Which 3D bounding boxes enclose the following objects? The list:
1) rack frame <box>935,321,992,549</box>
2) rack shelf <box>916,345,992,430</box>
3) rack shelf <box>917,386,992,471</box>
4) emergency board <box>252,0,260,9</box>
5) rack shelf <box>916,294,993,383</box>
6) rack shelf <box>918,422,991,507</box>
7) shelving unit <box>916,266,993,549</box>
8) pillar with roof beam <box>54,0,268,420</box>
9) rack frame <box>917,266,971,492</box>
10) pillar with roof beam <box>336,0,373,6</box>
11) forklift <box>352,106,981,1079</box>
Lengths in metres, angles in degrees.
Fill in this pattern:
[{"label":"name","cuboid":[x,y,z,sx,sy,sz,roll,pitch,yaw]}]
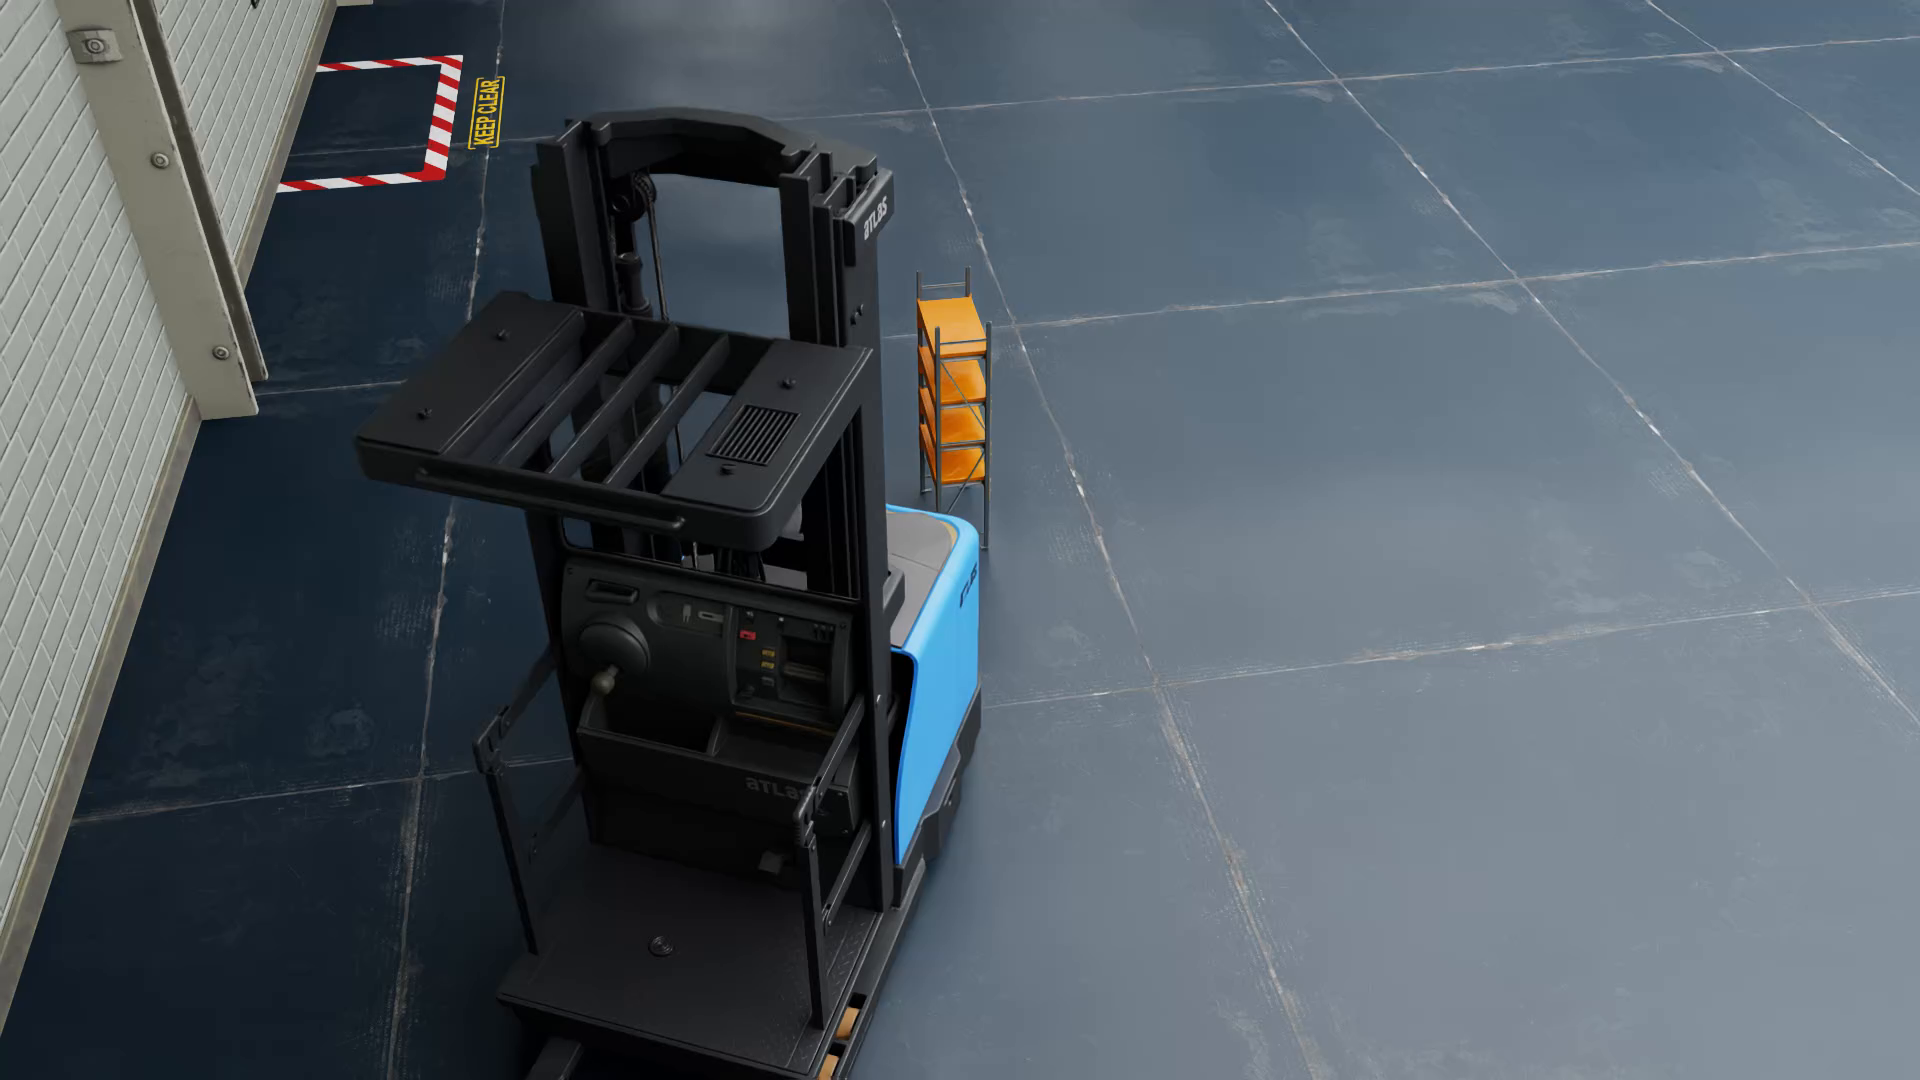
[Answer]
[{"label":"rack frame","cuboid":[0.014,-0.426,7.321,0.240,1.200,0.015,-6,38,-8]},{"label":"rack shelf","cuboid":[-0.029,-0.697,7.415,0.258,0.148,0.480,-6,38,-8]},{"label":"rack shelf","cuboid":[-0.029,-0.521,7.552,0.258,0.148,0.480,-6,38,-8]},{"label":"emergency board","cuboid":[-4.487,-4.054,10.523,0.157,1.169,0.626,-6,38,-8]},{"label":"rack shelf","cuboid":[-0.029,-0.884,7.270,0.258,0.148,0.480,-6,38,-8]},{"label":"rack shelf","cuboid":[-0.029,-0.364,7.674,0.258,0.148,0.480,-6,38,-8]},{"label":"shelving unit","cuboid":[-0.029,-0.574,7.511,0.258,1.200,0.503,-6,38,-8]},{"label":"pillar with roof beam","cuboid":[0.424,-4.766,6.550,9.100,9.000,0.400,-6,38,-8]},{"label":"rack frame","cuboid":[-0.072,-0.721,7.700,0.240,1.200,0.015,-6,38,-8]},{"label":"pillar with roof beam","cuboid":[-0.628,-8.390,11.215,9.100,9.000,0.400,-6,38,-8]},{"label":"forklift","cuboid":[-0.831,0.395,4.852,1.130,2.935,3.031,11,39,13]}]
